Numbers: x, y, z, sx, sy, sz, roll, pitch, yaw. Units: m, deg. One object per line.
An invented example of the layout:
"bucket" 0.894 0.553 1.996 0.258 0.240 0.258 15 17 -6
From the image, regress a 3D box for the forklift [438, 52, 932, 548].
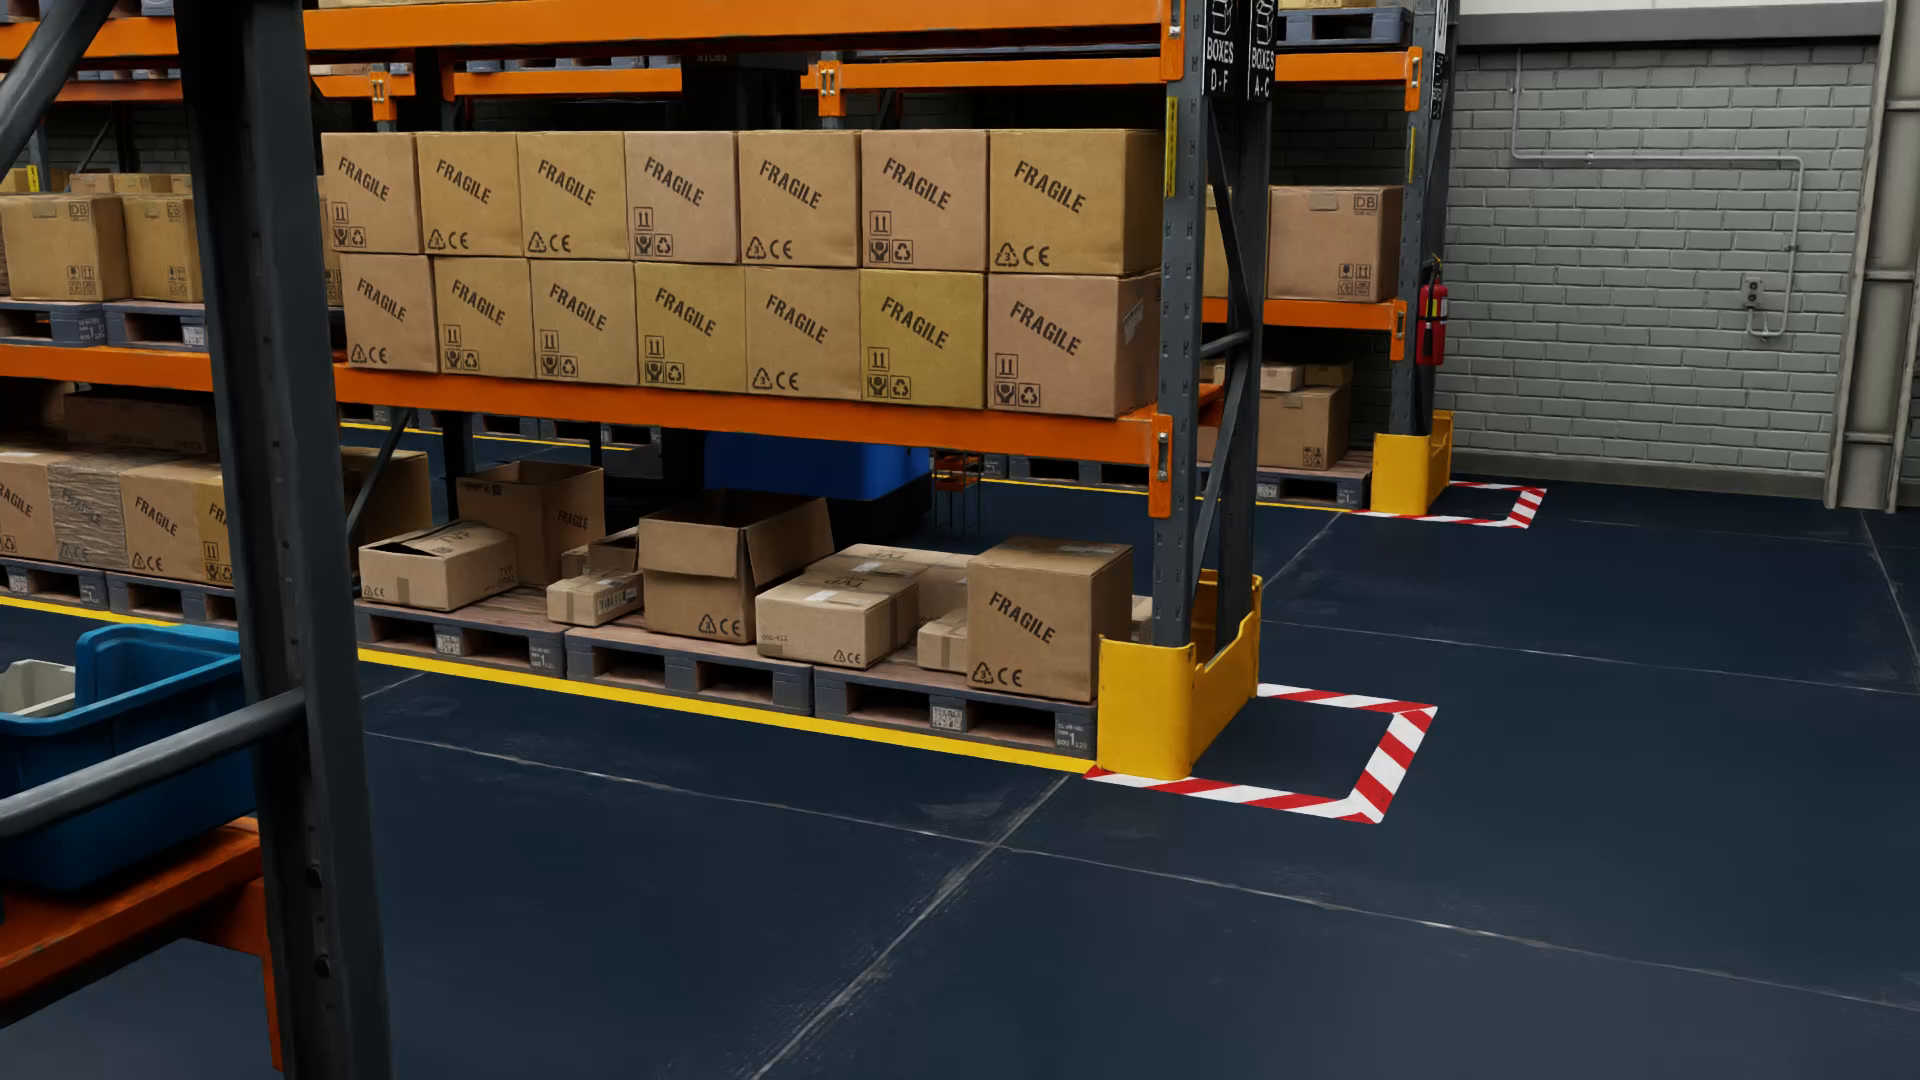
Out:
"forklift" -1.746 -1.565 10.006 3.031 2.935 1.130 5 14 19

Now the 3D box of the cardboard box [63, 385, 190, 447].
"cardboard box" -4.423 -0.679 8.951 0.500 0.250 0.500 5 14 22

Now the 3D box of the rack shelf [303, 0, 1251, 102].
"rack shelf" -0.878 -2.008 6.753 4.000 0.370 1.077 6 14 23

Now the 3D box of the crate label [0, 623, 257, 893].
"crate label" -1.152 0.283 2.220 0.303 0.233 0.416 6 14 23

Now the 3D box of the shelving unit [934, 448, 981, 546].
"shelving unit" -0.013 -0.585 9.623 0.189 1.200 0.258 6 14 23

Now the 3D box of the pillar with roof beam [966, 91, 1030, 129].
"pillar with roof beam" -1.457 -4.255 8.190 0.400 9.000 9.100 6 14 23

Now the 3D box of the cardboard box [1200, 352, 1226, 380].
"cardboard box" 1.776 -1.195 11.413 0.250 0.149 0.380 6 14 24

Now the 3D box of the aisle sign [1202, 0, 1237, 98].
"aisle sign" 0.889 -1.908 5.628 0.004 0.787 0.394 6 14 23

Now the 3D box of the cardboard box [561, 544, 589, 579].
"cardboard box" -1.704 0.107 8.011 0.250 0.149 0.380 6 14 23

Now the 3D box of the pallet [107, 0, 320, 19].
"pallet" -3.274 -2.526 7.801 1.003 0.211 1.213 6 14 23

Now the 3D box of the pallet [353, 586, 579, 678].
"pallet" -2.079 0.339 7.849 1.213 0.211 1.003 6 14 23

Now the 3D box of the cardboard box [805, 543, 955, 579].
"cardboard box" -0.346 0.210 7.350 0.500 0.250 0.500 6 14 23

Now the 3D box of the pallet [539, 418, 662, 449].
"pallet" -2.559 -0.928 13.248 1.213 0.211 1.003 6 14 23

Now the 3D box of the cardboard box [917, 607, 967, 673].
"cardboard box" 0.020 0.398 6.733 0.250 0.166 0.380 6 14 23

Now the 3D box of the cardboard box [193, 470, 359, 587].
"cardboard box" -3.274 -0.066 7.977 0.500 0.500 0.500 6 14 23

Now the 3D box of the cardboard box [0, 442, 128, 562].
"cardboard box" -4.647 -0.206 8.576 0.500 0.500 0.500 5 14 21

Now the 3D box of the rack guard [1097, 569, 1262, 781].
"rack guard" 0.881 0.498 6.540 0.348 0.500 1.175 6 14 23

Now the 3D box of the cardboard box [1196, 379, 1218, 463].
"cardboard box" 1.816 -0.825 11.257 0.500 0.500 0.700 6 14 23

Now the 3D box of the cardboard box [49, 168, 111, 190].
"cardboard box" -8.363 -3.247 15.668 0.500 0.500 0.500 5 14 22

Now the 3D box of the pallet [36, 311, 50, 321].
"pallet" -5.716 -1.311 9.196 1.003 0.211 1.213 6 14 23

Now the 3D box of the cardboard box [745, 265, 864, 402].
"cardboard box" -0.499 -0.840 6.551 0.500 0.500 0.500 6 14 24

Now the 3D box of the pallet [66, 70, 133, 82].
"pallet" -7.497 -4.147 14.708 1.003 0.211 1.213 6 14 23

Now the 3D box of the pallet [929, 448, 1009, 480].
"pallet" -0.040 -0.673 12.162 1.213 0.211 1.003 6 14 23

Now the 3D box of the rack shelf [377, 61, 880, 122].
"rack shelf" -2.532 -3.413 12.741 4.000 0.370 1.077 6 14 23

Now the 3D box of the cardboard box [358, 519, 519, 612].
"cardboard box" -2.410 0.096 7.701 0.500 0.311 0.500 6 14 23

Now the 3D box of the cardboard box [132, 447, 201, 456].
"cardboard box" -3.996 -0.270 8.849 0.500 0.500 0.500 6 14 24

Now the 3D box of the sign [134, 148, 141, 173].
"sign" -7.796 -3.538 15.731 0.005 0.325 0.100 6 14 23

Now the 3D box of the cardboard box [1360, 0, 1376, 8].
"cardboard box" 2.386 -3.507 10.757 0.500 0.250 0.500 7 15 26

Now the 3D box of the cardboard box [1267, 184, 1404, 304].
"cardboard box" 2.483 -1.939 10.794 0.700 0.700 0.980 7 15 26

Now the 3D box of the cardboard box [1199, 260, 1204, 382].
"cardboard box" 0.652 -0.857 6.623 0.500 0.500 0.500 6 15 24

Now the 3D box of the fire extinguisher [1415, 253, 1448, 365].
"fire extinguisher" 2.905 -1.418 10.217 0.183 0.674 0.296 6 14 23

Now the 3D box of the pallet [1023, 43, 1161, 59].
"pallet" 1.152 -3.344 11.066 1.213 0.211 1.003 6 14 23

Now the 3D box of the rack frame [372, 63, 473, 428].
"rack frame" -4.361 -2.488 13.790 0.127 3.000 1.000 6 14 23

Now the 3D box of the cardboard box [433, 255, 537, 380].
"cardboard box" -1.882 -0.980 7.148 0.500 0.500 0.500 6 15 24

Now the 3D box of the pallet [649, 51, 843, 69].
"pallet" -1.562 -3.559 12.210 1.217 0.209 0.805 5 14 21

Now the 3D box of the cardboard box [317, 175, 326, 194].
"cardboard box" -5.317 -2.838 14.101 0.500 0.500 0.700 4 14 18

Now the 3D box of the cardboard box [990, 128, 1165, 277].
"cardboard box" 0.432 -1.232 6.030 0.500 0.500 0.500 6 14 23

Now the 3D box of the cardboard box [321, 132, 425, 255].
"cardboard box" -2.390 -1.516 7.240 0.500 0.500 0.500 6 15 25

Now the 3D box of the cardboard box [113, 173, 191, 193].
"cardboard box" -7.058 -3.013 14.848 0.500 0.500 0.700 7 15 29

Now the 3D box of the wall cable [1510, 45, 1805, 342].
"wall cable" 4.507 -2.321 10.857 1.851 1.984 0.084 6 14 23

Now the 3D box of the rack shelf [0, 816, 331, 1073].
"rack shelf" -2.888 0.487 2.688 4.000 0.370 1.077 6 14 23

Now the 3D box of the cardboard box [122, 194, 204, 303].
"cardboard box" -3.704 -1.477 8.343 0.500 0.500 0.700 8 16 32

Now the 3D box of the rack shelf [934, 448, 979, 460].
"rack shelf" -0.013 -0.542 9.634 0.180 0.103 0.258 6 14 23

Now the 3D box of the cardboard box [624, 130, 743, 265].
"cardboard box" -0.975 -1.373 6.631 0.500 0.500 0.500 6 15 25

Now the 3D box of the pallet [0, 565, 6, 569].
"pallet" -5.697 -0.018 9.370 1.213 0.211 1.003 6 14 23

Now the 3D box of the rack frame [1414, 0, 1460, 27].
"rack frame" 2.954 -4.668 9.950 0.127 3.000 1.000 6 14 23
